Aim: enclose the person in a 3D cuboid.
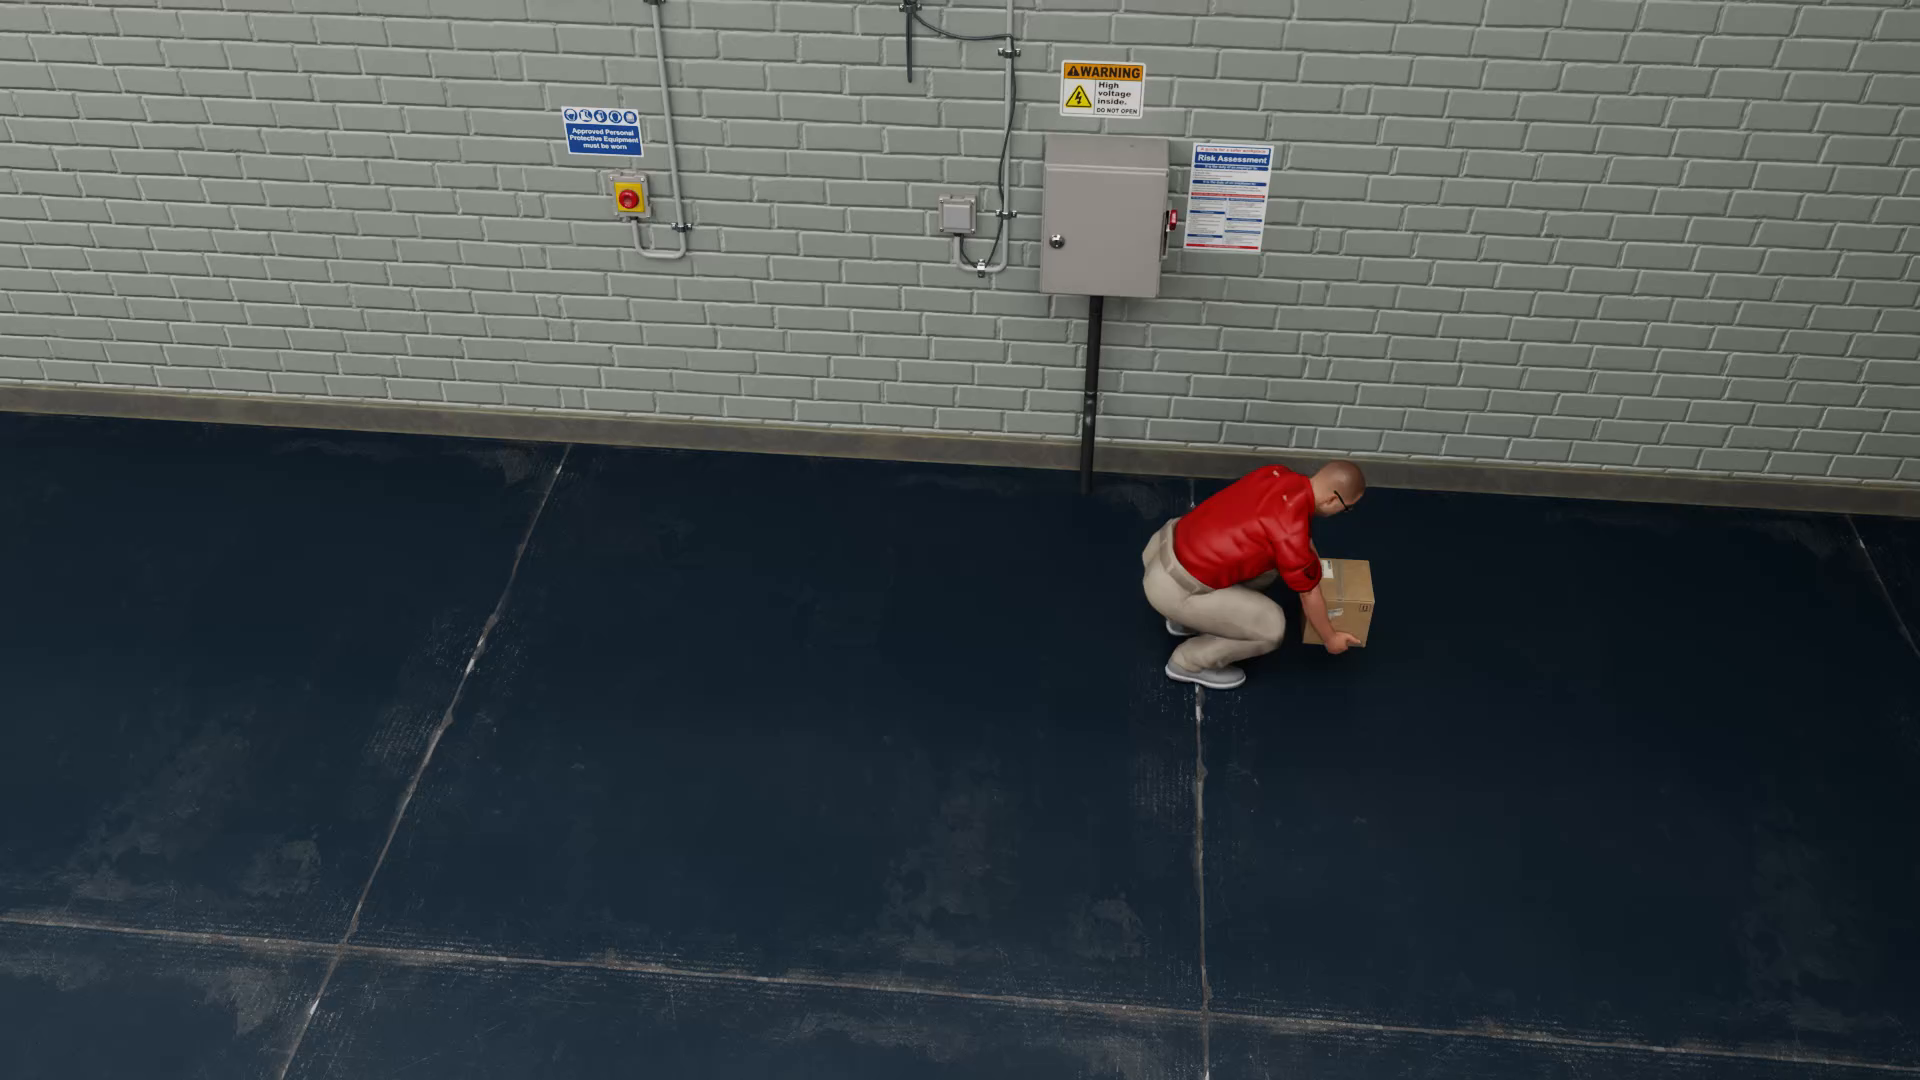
[{"bbox_3d":[1.175,0.109,6.637,0.891,0.977,0.533,2,40,3],"label":"person"}]
